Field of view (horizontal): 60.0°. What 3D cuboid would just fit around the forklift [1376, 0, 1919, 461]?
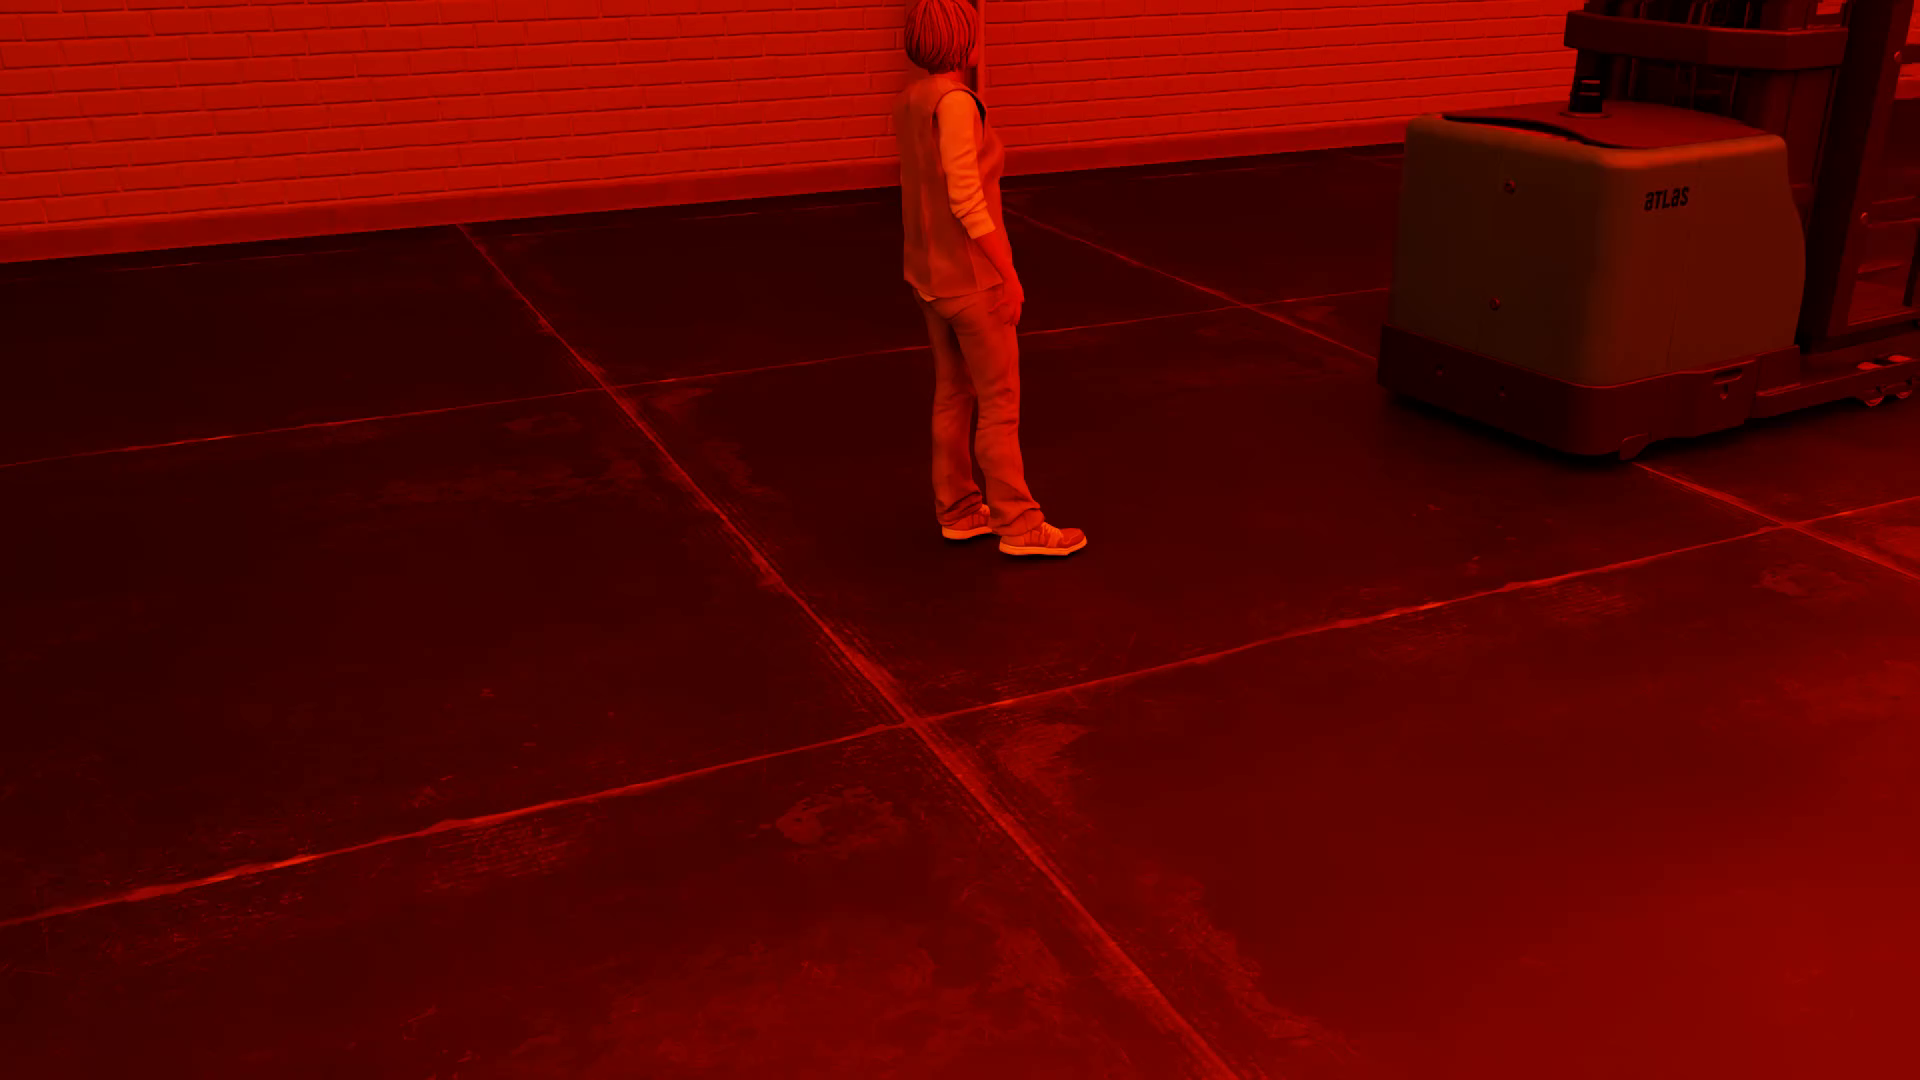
[{"bbox_3d":[3.130,-2.023,6.156,3.031,2.935,1.130,-13,26,-28],"label":"forklift"}]

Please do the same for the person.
[{"bbox_3d":[0.073,-0.751,4.814,0.475,1.597,0.520,-10,25,-23],"label":"person"}]
